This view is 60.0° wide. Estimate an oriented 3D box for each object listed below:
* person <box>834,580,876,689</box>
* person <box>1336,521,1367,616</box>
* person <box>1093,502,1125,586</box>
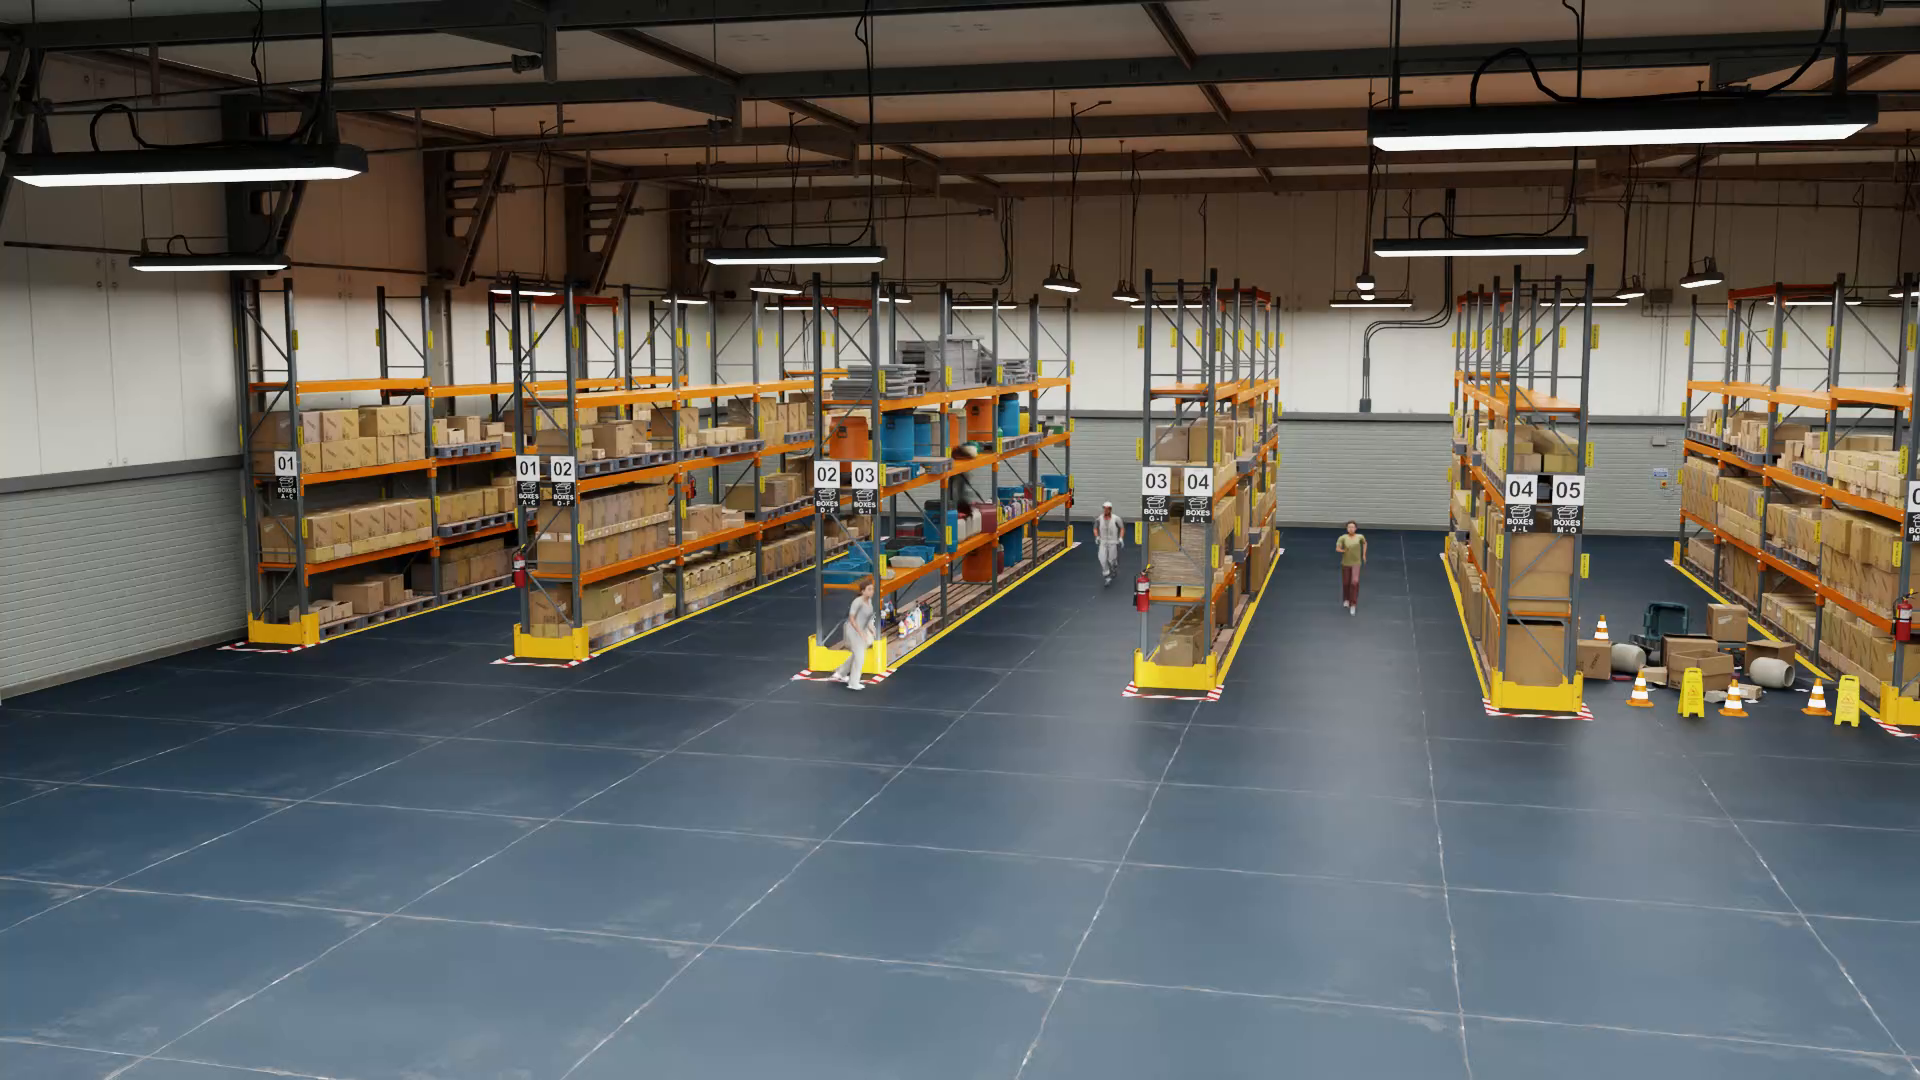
[{"bbox_3d":[-1.527,1.348,23.916,0.718,1.602,0.583,3,7,22],"label":"person"},{"bbox_3d":[7.216,0.487,30.711,0.565,1.717,0.837,1,7,12],"label":"person"},{"bbox_3d":[3.040,0.071,34.027,0.653,1.728,0.631,2,7,14],"label":"person"}]
